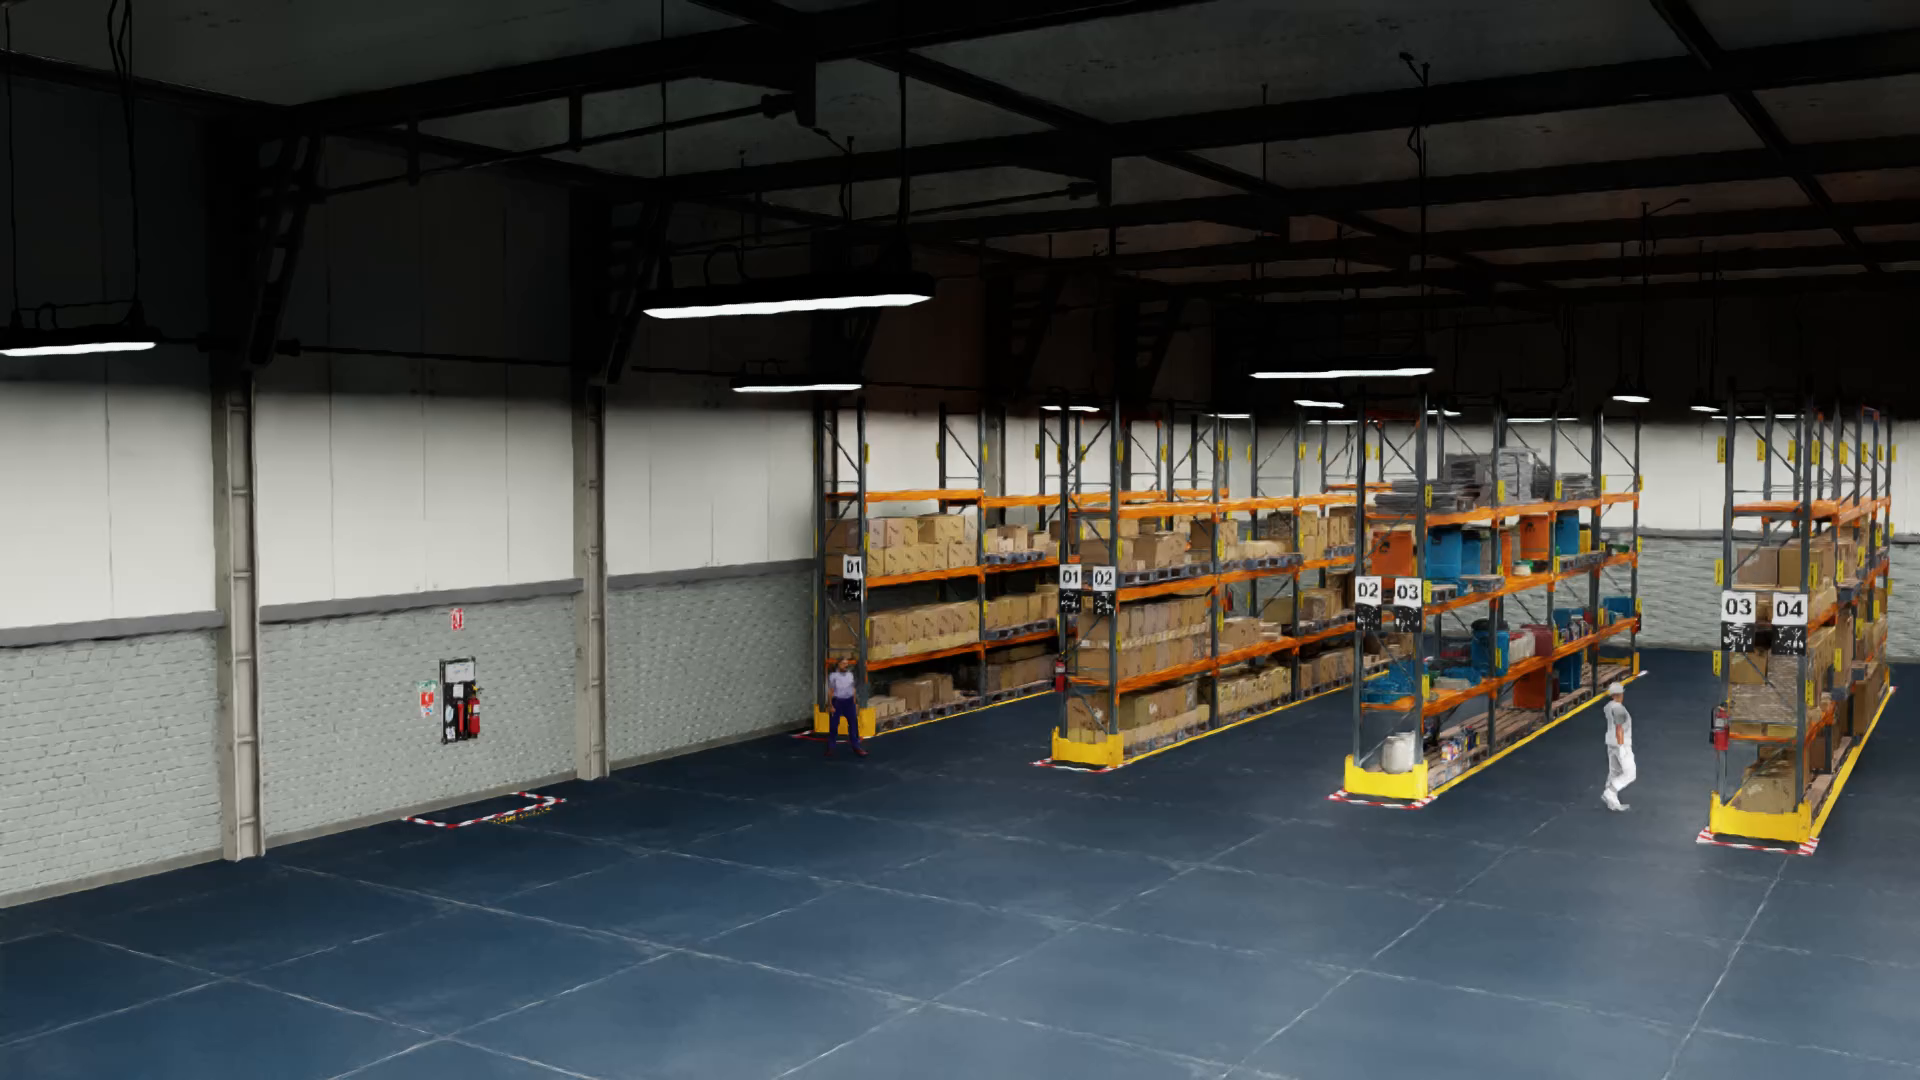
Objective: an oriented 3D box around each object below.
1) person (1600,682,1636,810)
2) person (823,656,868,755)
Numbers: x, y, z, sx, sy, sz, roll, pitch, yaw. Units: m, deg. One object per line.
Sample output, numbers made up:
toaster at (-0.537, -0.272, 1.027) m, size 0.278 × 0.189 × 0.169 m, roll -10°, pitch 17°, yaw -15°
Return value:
person at (9.175, 2.886, 23.252) m, size 0.443 × 1.786 × 0.598 m, roll 0°, pitch 3°, yaw 5°
person at (-1.918, 2.727, 27.488) m, size 0.695 × 1.646 × 0.493 m, roll -2°, pitch 3°, yaw -29°
